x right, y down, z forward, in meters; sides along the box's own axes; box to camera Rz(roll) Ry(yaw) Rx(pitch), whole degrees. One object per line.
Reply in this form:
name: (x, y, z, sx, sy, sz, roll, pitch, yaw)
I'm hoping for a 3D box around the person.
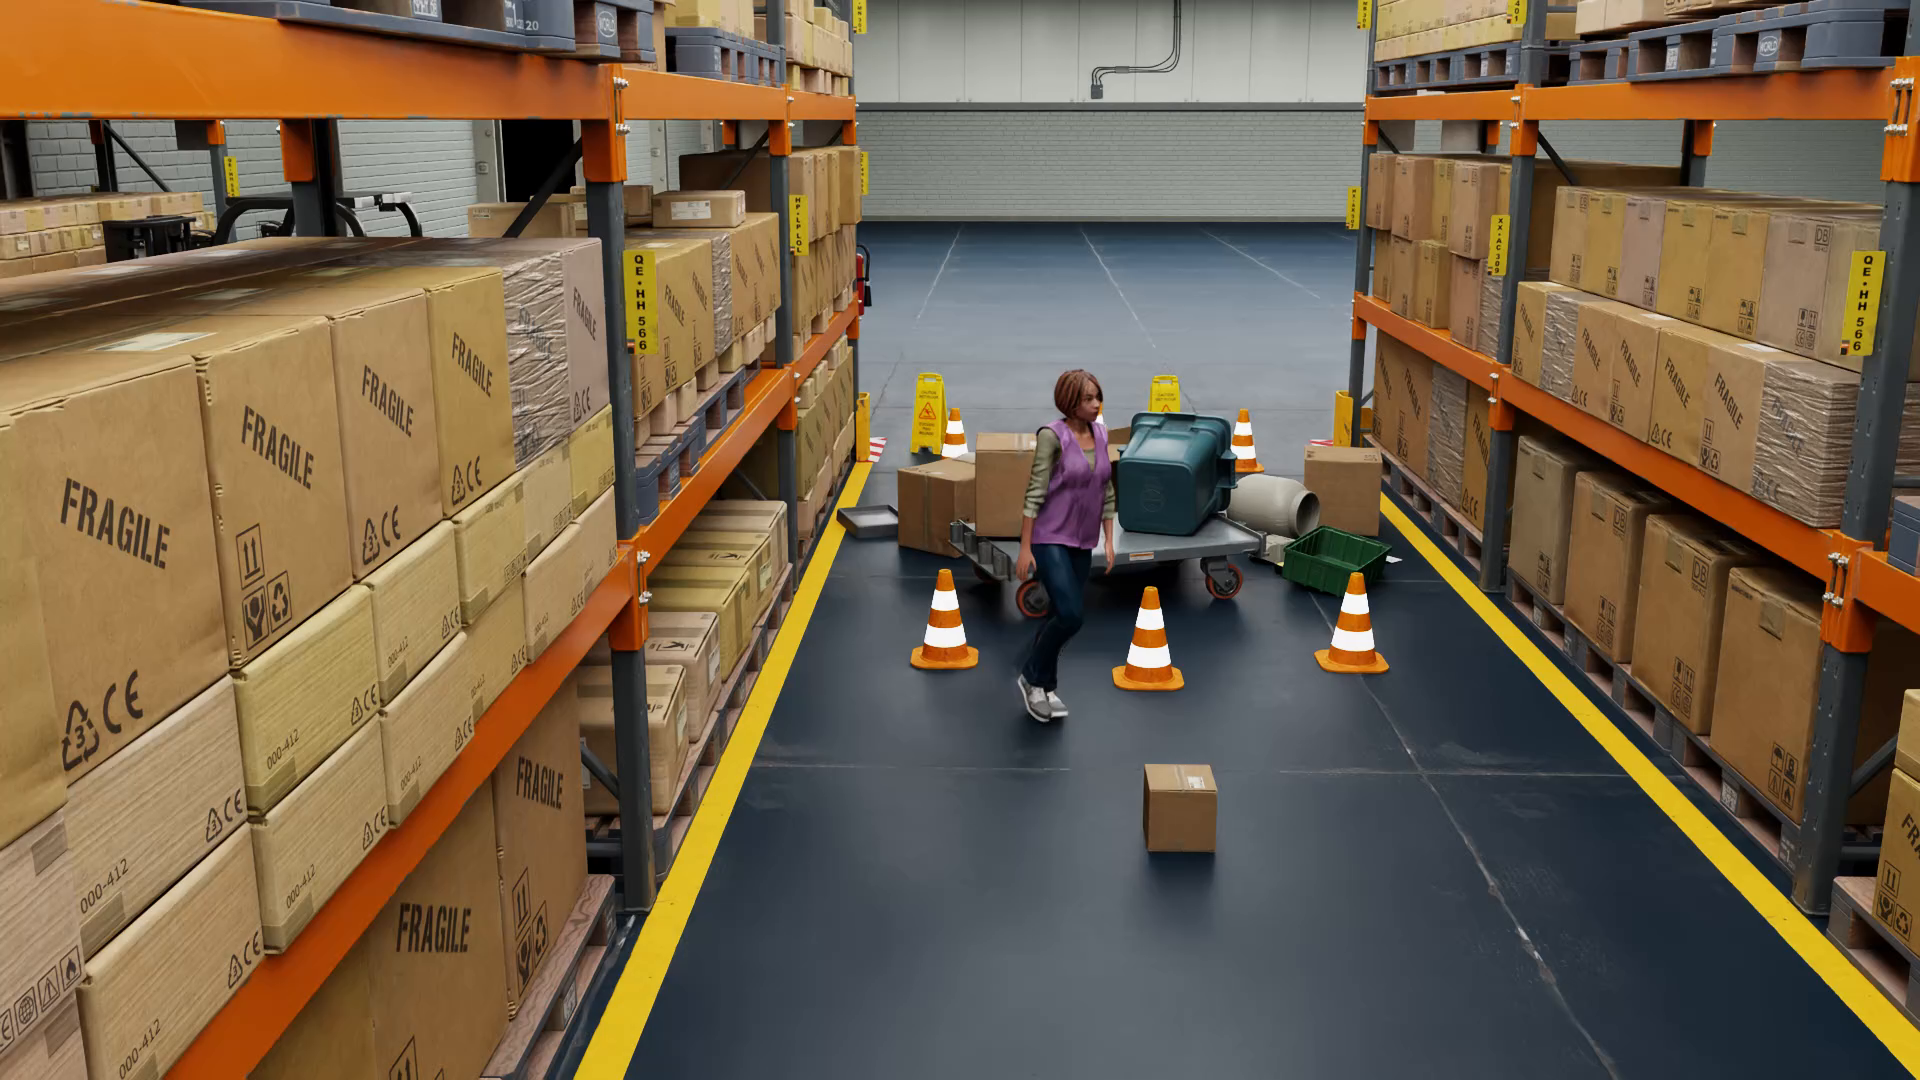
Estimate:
person: (0.447, 0.028, 7.351, 0.501, 1.586, 0.443, -11, 18, -37)
